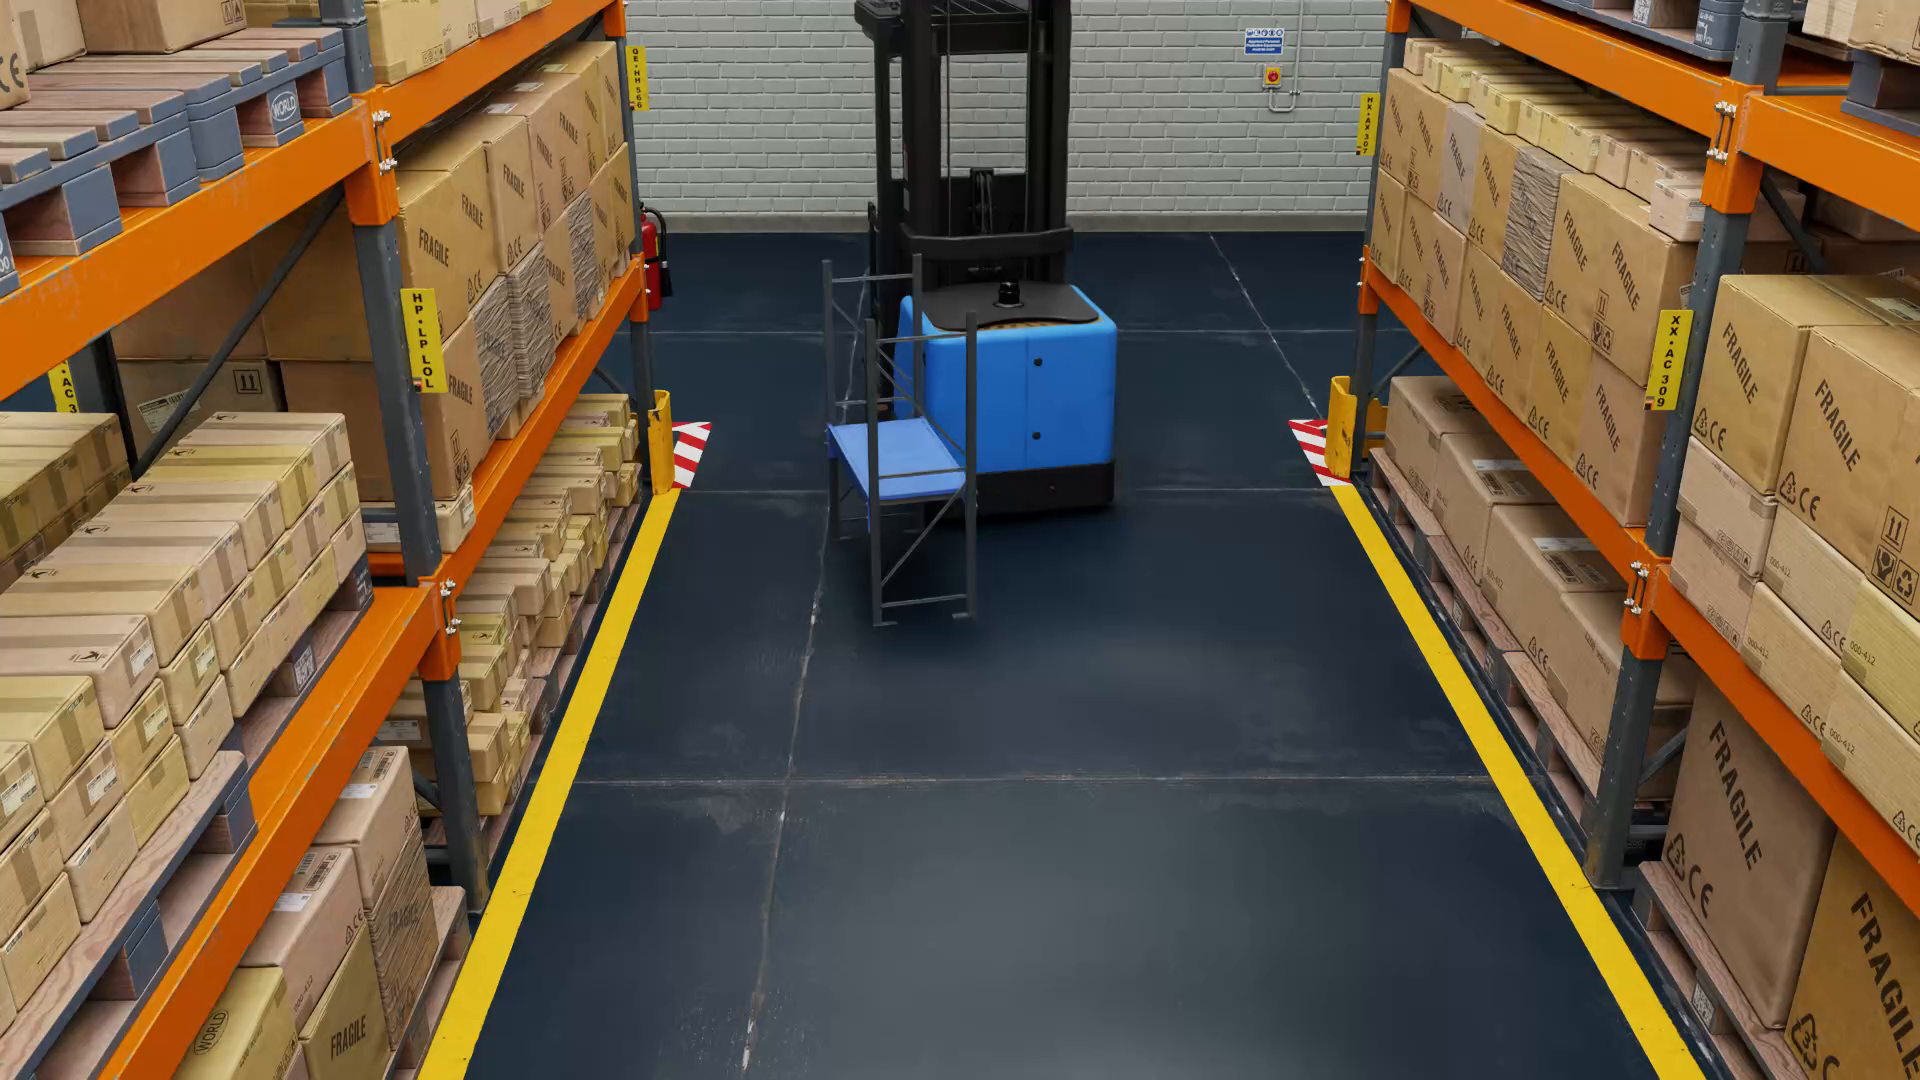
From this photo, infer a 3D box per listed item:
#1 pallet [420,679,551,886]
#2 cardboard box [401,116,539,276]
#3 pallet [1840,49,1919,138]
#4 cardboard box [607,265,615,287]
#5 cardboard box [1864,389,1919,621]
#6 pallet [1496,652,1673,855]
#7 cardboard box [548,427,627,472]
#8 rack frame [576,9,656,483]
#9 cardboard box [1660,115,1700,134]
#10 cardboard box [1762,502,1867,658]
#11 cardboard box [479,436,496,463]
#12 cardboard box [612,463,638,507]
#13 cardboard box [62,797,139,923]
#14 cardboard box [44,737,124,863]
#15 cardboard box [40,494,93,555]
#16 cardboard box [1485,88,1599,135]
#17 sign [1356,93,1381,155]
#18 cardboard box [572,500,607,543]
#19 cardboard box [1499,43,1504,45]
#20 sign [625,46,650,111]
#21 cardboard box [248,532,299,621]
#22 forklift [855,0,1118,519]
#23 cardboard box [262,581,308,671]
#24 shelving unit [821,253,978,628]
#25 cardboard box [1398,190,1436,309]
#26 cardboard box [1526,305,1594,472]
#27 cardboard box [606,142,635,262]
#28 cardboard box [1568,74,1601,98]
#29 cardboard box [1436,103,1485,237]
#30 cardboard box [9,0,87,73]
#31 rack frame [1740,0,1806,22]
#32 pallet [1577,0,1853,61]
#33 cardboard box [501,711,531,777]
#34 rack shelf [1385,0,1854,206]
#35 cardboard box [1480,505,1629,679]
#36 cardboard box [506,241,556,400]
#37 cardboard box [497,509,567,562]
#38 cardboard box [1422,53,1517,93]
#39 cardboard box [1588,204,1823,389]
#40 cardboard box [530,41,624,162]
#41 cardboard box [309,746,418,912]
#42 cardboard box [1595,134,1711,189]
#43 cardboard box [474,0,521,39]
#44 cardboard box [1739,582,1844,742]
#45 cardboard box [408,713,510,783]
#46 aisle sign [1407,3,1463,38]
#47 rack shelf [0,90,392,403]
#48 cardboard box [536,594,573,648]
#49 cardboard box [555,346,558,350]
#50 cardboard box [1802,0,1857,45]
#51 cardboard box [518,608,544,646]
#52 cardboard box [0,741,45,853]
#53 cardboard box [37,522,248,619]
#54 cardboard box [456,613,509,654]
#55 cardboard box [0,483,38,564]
[{"bbox_3d":[-2.220,0.924,6.451,1.003,0.211,1.213,0,24,-1],"label":"pallet"},{"bbox_3d":[-1.934,-1.315,6.322,0.500,0.500,0.500,0,24,0],"label":"cardboard box"},{"bbox_3d":[2.831,-1.036,3.992,0.805,0.209,1.217,-1,24,-3],"label":"pallet"},{"bbox_3d":[-1.969,-1.368,8.439,0.380,0.149,0.250,0,24,-1],"label":"cardboard box"},{"bbox_3d":[2.525,-0.036,3.855,0.500,0.500,0.500,-1,24,-2],"label":"cardboard box"},{"bbox_3d":[2.841,0.823,6.674,1.003,0.211,1.213,0,24,-1],"label":"pallet"},{"bbox_3d":[-1.886,-0.455,8.343,0.380,0.149,0.250,-1,24,-2],"label":"cardboard box"},{"bbox_3d":[-2.221,-1.718,8.909,1.000,3.000,0.127,0,24,-1],"label":"rack frame"},{"bbox_3d":[2.964,-1.588,6.499,0.380,0.149,0.250,0,24,-1],"label":"cardboard box"},{"bbox_3d":[2.528,0.104,4.455,0.500,0.250,0.500,0,24,0],"label":"cardboard box"},{"bbox_3d":[-1.983,-0.401,6.302,0.380,0.149,0.250,-1,24,-3],"label":"cardboard box"},{"bbox_3d":[-1.902,-0.289,8.699,0.380,0.149,0.250,0,24,1],"label":"cardboard box"},{"bbox_3d":[-1.954,0.663,3.440,0.380,0.149,0.250,-1,24,-2],"label":"cardboard box"},{"bbox_3d":[-1.960,0.524,3.386,0.380,0.149,0.250,1,24,1],"label":"cardboard box"},{"bbox_3d":[-2.628,-0.011,4.569,0.380,0.149,0.250,-1,24,-2],"label":"cardboard box"},{"bbox_3d":[2.430,-1.792,6.950,0.380,0.149,0.250,-1,24,-2],"label":"cardboard box"},{"bbox_3d":[2.173,-2.213,8.855,0.100,0.325,0.005,0,24,-1],"label":"sign"},{"bbox_3d":[-1.904,-0.102,7.925,0.380,0.149,0.250,0,24,0],"label":"cardboard box"},{"bbox_3d":[2.932,-2.432,8.365,0.380,0.149,0.250,0,24,0],"label":"cardboard box"},{"bbox_3d":[-1.666,-2.384,8.592,0.100,0.325,0.005,0,24,-1],"label":"sign"},{"bbox_3d":[-1.972,0.092,4.342,0.380,0.149,0.250,1,24,2],"label":"cardboard box"},{"bbox_3d":[0.017,-2.029,9.680,1.130,2.935,3.031,-5,25,-12],"label":"forklift"},{"bbox_3d":[-1.971,0.226,4.406,0.380,0.149,0.250,0,24,-1],"label":"cardboard box"},{"bbox_3d":[-0.303,-0.504,8.045,0.538,1.500,1.048,-6,25,-14],"label":"shelving unit"},{"bbox_3d":[2.479,-1.420,8.129,0.500,0.500,0.500,-1,24,-1],"label":"cardboard box"},{"bbox_3d":[2.500,-0.581,6.274,0.500,0.500,0.500,-1,24,-2],"label":"cardboard box"},{"bbox_3d":[-1.959,-1.715,8.420,0.500,0.500,0.500,0,24,1],"label":"cardboard box"},{"bbox_3d":[2.939,-2.009,7.431,0.380,0.149,0.250,0,24,-1],"label":"cardboard box"},{"bbox_3d":[2.474,-1.659,7.444,0.500,0.500,0.500,0,24,-1],"label":"cardboard box"},{"bbox_3d":[-2.377,-1.224,3.774,0.500,0.311,0.500,-1,24,-1],"label":"cardboard box"},{"bbox_3d":[2.772,-2.867,4.170,1.000,3.000,0.127,0,24,-1],"label":"rack frame"},{"bbox_3d":[2.773,-1.797,5.552,1.003,0.211,1.213,0,24,-1],"label":"pallet"},{"bbox_3d":[-1.863,0.777,6.343,0.380,0.149,0.250,0,24,1],"label":"cardboard box"},{"bbox_3d":[2.750,-1.997,6.758,1.077,0.370,4.000,0,24,-1],"label":"rack shelf"},{"bbox_3d":[2.862,0.214,7.236,0.875,0.438,0.875,-1,24,-2],"label":"cardboard box"},{"bbox_3d":[-1.913,-0.868,6.546,0.500,0.500,0.500,-1,24,-2],"label":"cardboard box"},{"bbox_3d":[-1.965,-0.020,7.383,0.380,0.149,0.250,0,24,0],"label":"cardboard box"},{"bbox_3d":[2.417,-2.216,7.888,0.380,0.149,0.250,0,24,1],"label":"cardboard box"},{"bbox_3d":[2.490,-0.828,5.606,0.500,0.500,0.500,0,24,-1],"label":"cardboard box"},{"bbox_3d":[-1.967,-2.167,8.207,0.500,0.500,0.500,-1,24,-2],"label":"cardboard box"},{"bbox_3d":[-1.916,0.842,4.863,0.500,0.250,0.500,-1,24,-2],"label":"cardboard box"},{"bbox_3d":[2.542,-1.372,6.022,0.380,0.149,0.250,0,24,-1],"label":"cardboard box"},{"bbox_3d":[-1.919,-1.981,6.033,0.500,0.250,0.500,1,24,2],"label":"cardboard box"},{"bbox_3d":[2.519,0.330,4.562,0.500,0.250,0.500,-1,24,-2],"label":"cardboard box"},{"bbox_3d":[-1.861,0.751,6.038,0.380,0.149,0.250,1,24,2],"label":"cardboard box"},{"bbox_3d":[2.437,-2.995,8.577,0.394,0.787,0.004,0,24,-1],"label":"aisle sign"},{"bbox_3d":[-2.155,-0.285,2.972,1.077,0.370,4.000,0,24,-1],"label":"rack shelf"},{"bbox_3d":[-1.915,0.352,7.282,0.380,0.149,0.250,-1,24,-2],"label":"cardboard box"},{"bbox_3d":[-2.009,-0.939,7.492,0.380,0.149,0.250,-1,24,-3],"label":"cardboard box"},{"bbox_3d":[2.427,-1.423,4.270,0.396,0.266,0.258,0,24,-1],"label":"cardboard box"},{"bbox_3d":[-1.972,0.323,6.986,0.380,0.149,0.250,1,24,2],"label":"cardboard box"},{"bbox_3d":[-1.961,0.498,3.083,0.380,0.149,0.250,0,24,1],"label":"cardboard box"},{"bbox_3d":[-1.970,0.072,4.024,0.380,0.149,0.250,0,24,-1],"label":"cardboard box"},{"bbox_3d":[-1.970,0.406,6.440,0.380,0.149,0.250,-1,24,-1],"label":"cardboard box"},{"bbox_3d":[-2.623,-0.033,4.256,0.380,0.149,0.250,0,24,0],"label":"cardboard box"}]
